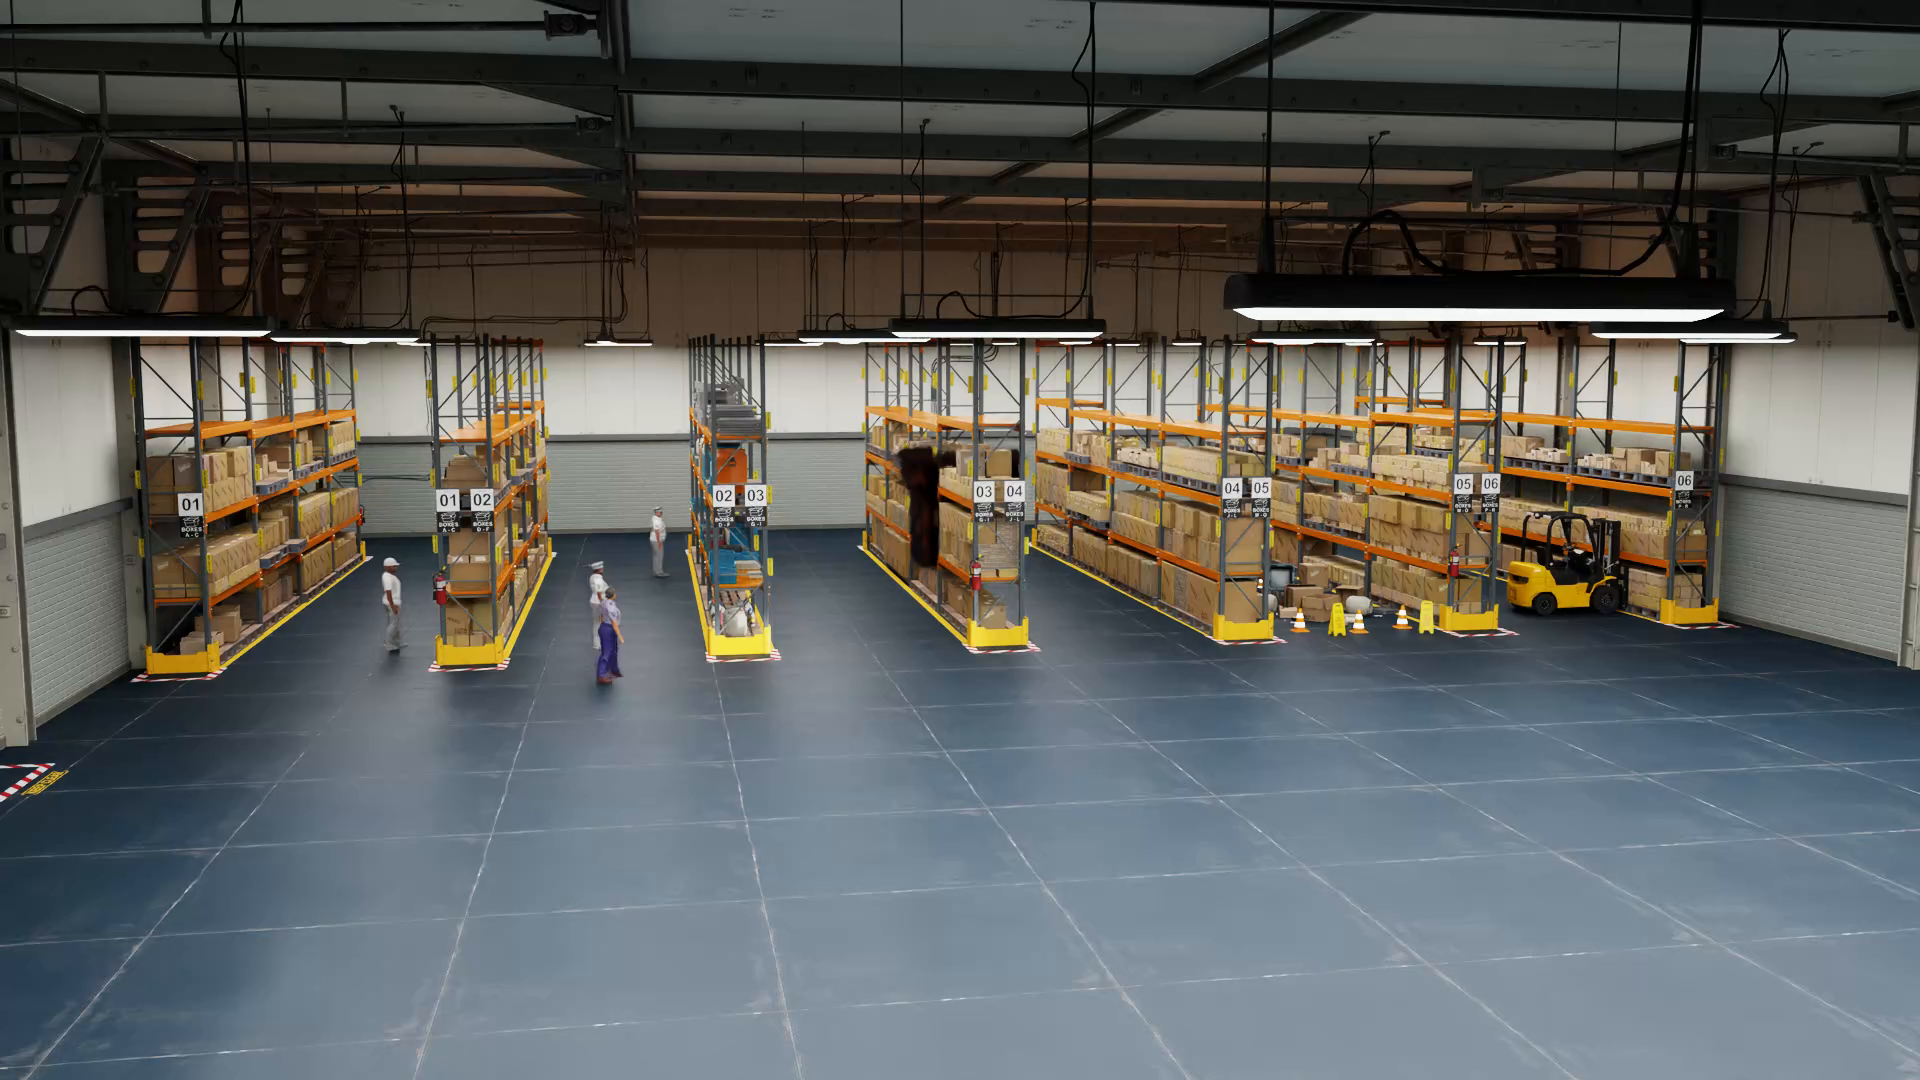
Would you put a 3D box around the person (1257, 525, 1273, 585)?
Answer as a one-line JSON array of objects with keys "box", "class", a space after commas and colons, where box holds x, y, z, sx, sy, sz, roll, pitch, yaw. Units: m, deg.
[{"box": [7.400, 0.221, 40.456, 0.435, 1.772, 0.597, 1, 7, 10], "class": "person"}]

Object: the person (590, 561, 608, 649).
[{"box": [-6.918, 1.270, 31.917, 0.360, 1.735, 0.528, 0, 7, -3], "class": "person"}]

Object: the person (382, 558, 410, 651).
[{"box": [-10.800, 1.217, 31.799, 0.567, 1.767, 0.582, -4, 8, -31], "class": "person"}]

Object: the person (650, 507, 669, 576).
[{"box": [-7.579, 0.032, 41.940, 0.452, 1.761, 0.606, -2, 7, -14], "class": "person"}]

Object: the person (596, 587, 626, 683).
[{"box": [-6.048, 1.631, 28.772, 0.555, 1.672, 0.690, -2, 7, -16], "class": "person"}]
